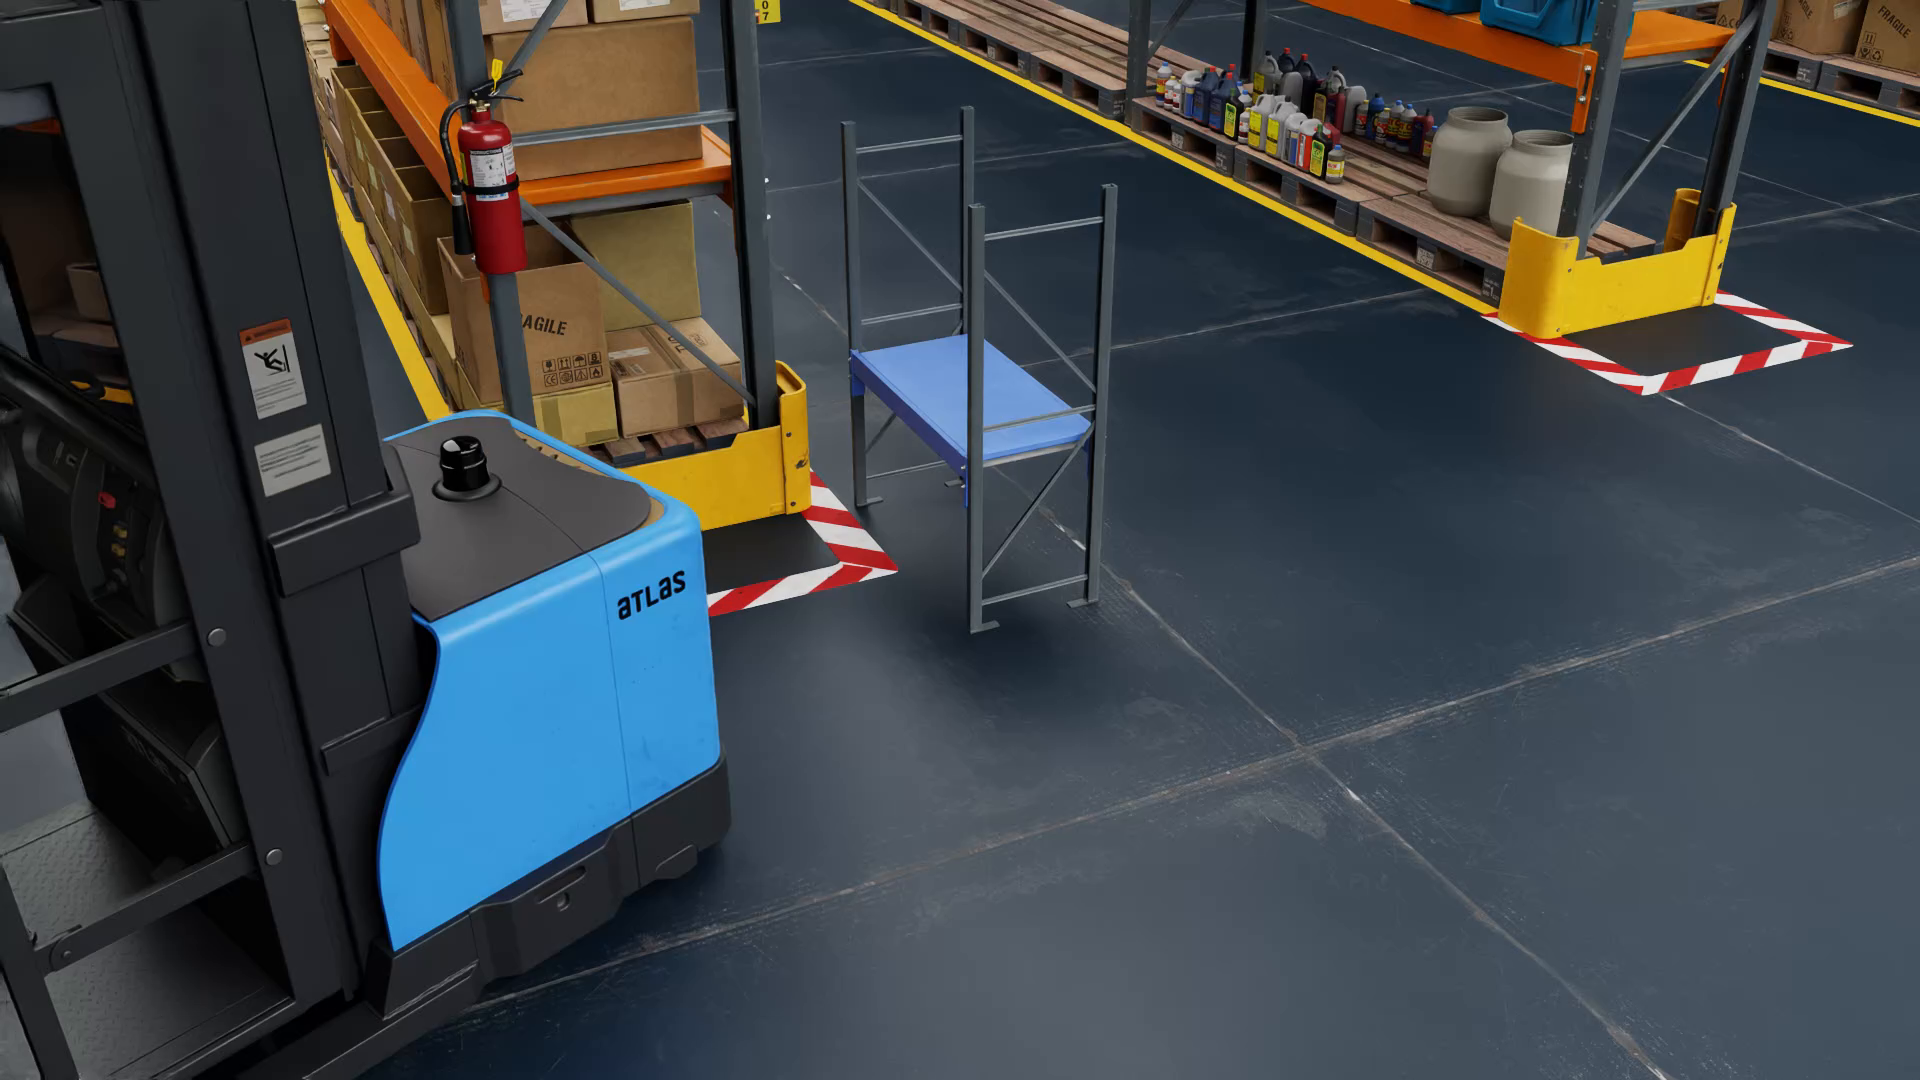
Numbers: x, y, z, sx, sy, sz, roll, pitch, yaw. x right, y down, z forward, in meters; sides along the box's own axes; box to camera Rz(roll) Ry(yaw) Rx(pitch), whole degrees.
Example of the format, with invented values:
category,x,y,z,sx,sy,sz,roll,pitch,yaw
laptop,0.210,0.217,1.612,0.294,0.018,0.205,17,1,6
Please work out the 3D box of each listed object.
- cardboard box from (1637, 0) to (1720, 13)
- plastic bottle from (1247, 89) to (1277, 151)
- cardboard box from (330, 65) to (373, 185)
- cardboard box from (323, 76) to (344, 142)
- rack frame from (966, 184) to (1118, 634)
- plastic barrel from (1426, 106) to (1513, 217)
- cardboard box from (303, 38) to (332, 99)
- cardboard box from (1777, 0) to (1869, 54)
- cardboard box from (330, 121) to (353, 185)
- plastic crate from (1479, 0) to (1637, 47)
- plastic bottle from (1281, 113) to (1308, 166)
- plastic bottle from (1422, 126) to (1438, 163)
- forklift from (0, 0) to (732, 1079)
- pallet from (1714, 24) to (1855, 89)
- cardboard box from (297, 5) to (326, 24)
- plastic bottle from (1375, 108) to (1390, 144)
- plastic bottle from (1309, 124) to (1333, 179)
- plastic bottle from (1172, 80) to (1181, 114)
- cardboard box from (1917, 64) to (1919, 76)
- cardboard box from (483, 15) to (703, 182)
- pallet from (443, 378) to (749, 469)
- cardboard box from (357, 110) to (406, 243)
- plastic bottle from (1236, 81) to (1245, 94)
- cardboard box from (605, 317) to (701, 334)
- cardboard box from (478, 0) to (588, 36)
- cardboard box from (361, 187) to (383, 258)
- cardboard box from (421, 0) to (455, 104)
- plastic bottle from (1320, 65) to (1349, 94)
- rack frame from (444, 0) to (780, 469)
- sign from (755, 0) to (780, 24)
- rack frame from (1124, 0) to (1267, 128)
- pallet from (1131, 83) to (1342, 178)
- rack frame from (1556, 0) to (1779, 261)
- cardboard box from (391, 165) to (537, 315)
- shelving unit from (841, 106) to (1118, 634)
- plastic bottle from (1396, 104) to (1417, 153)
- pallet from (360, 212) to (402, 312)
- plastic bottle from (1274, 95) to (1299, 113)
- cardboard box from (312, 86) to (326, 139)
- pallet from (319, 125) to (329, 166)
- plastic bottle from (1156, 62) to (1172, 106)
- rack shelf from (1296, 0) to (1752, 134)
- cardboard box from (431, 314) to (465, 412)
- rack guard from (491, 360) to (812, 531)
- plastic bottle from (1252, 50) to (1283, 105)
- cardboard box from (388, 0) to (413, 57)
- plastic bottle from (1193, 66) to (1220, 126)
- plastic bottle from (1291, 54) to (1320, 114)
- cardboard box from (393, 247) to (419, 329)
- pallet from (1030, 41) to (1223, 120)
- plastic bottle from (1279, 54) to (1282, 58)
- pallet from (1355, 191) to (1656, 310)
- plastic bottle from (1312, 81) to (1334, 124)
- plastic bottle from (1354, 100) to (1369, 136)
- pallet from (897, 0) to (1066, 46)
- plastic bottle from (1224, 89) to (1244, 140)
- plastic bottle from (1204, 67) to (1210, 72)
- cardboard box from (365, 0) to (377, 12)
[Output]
category,x,y,z,sx,sy,sz,roll,pitch,yaw
cardboard box,5.817,-4.619,13.527,0.700,0.500,0.500,-16,33,-26
plastic bottle,1.823,-2.524,9.942,0.144,0.351,0.185,-13,32,-22
cardboard box,-2.971,-2.204,8.729,0.500,0.500,0.500,-13,32,-22
cardboard box,-3.320,-2.511,9.469,0.500,0.311,0.500,-13,32,-22
rack frame,0.255,-0.392,5.416,0.500,1.500,0.032,-13,32,-22
plastic barrel,2.739,-2.029,8.916,0.421,0.512,0.421,0,29,0
cardboard box,-3.761,-2.960,10.271,0.500,0.311,0.500,-13,32,-22
cardboard box,6.450,-3.898,12.262,0.500,0.500,0.500,-3,29,-6
cardboard box,-3.327,-2.270,9.613,0.500,0.250,0.500,-13,32,-22
plastic crate,2.820,-2.529,7.844,0.499,0.251,0.616,-13,32,-22
plastic bottle,1.978,-2.337,9.685,0.152,0.276,0.135,-14,32,-23
plastic bottle,2.764,-2.319,9.729,0.097,0.201,0.097,0,29,0
forklift,-2.008,-0.047,3.337,1.130,2.935,3.031,24,37,36
pallet,6.382,-3.737,12.698,1.003,0.211,1.213,-13,32,-22
cardboard box,-4.195,-3.410,11.073,0.500,0.311,0.500,-14,32,-23
plastic bottle,2.576,-2.512,10.074,0.097,0.201,0.097,0,29,0
plastic bottle,2.054,-2.209,9.450,0.061,0.283,0.133,-12,32,-21
plastic bottle,1.416,-2.851,10.678,0.097,0.201,0.097,0,29,0
cardboard box,6.986,-3.385,11.346,0.500,0.500,0.500,-10,31,-17
cardboard box,-1.359,-1.649,6.022,0.700,0.500,0.500,-13,32,-22
pallet,-1.536,-0.510,6.943,1.003,0.211,1.213,-13,32,-22
cardboard box,-2.541,-1.762,7.941,0.500,0.500,0.500,-13,32,-22
plastic bottle,1.731,-2.722,10.376,0.097,0.271,0.097,0,29,0
cardboard box,-1.417,-0.884,7.142,0.500,0.250,0.500,-13,32,-22
cardboard box,-1.506,-1.852,5.721,0.380,0.149,0.250,-14,32,-23
cardboard box,-2.752,-1.657,8.520,0.500,0.250,0.500,-13,32,-22
cardboard box,-1.797,-2.101,6.827,0.700,0.500,0.500,-13,32,-22
plastic bottle,2.346,-2.787,10.412,0.144,0.351,0.185,-13,32,-22
rack frame,-1.170,-1.397,5.674,1.000,3.000,0.127,-13,32,-22
sign,-0.666,-1.923,5.646,0.100,0.325,0.005,-13,32,-22
rack frame,1.588,-4.202,10.677,1.000,3.000,0.127,-13,32,-22
pallet,1.839,-2.680,10.814,1.003,0.211,1.213,-13,32,-22
rack frame,3.305,-2.435,7.526,1.000,3.000,0.127,-13,32,-22
cardboard box,-2.111,-1.321,7.154,0.500,0.500,0.500,-13,32,-22
shelving unit,0.037,-0.616,5.816,0.538,1.500,1.048,-13,32,-22
plastic bottle,2.661,-2.455,9.900,0.097,0.271,0.097,0,29,0
pallet,-2.584,-1.587,8.865,1.003,0.211,1.213,-13,32,-22
plastic bottle,1.946,-2.533,10.036,0.152,0.276,0.135,-13,32,-22
cardboard box,-3.763,-2.720,10.415,0.500,0.250,0.500,-12,32,-21
pallet,-3.766,-2.804,11.035,1.003,0.211,1.213,-13,32,-22
plastic bottle,1.329,-2.971,10.821,0.097,0.271,0.097,0,29,0
rack shelf,2.447,-3.005,9.277,1.077,0.370,4.000,-13,32,-22
cardboard box,-1.893,-0.774,6.945,0.500,0.250,0.500,-13,32,-22
rack guard,-1.160,-0.296,6.266,1.175,0.500,0.348,-13,32,-22
plastic bottle,1.995,-2.984,10.764,0.144,0.351,0.185,-13,32,-22
cardboard box,-2.247,-2.559,7.644,0.700,0.500,0.500,-13,32,-21
plastic bottle,1.560,-2.795,10.426,0.144,0.351,0.185,-12,32,-21
plastic bottle,2.207,-2.930,10.667,0.144,0.351,0.185,-15,32,-24
cardboard box,-2.322,-1.216,7.733,0.500,0.250,0.500,-13,32,-22
pallet,1.216,-3.325,11.963,1.003,0.211,1.213,-13,32,-22
plastic bottle,2.093,-3.066,10.978,0.061,0.283,0.133,-11,31,-20
pallet,2.886,-1.603,8.892,1.003,0.211,1.213,-13,32,-22
plastic bottle,2.264,-2.725,10.370,0.061,0.283,0.133,-13,32,-22
plastic bottle,2.488,-2.603,10.236,0.097,0.201,0.097,0,29,0
pallet,0.168,-4.402,13.885,1.003,0.211,1.213,-13,32,-22
plastic bottle,1.674,-2.600,10.148,0.061,0.283,0.133,-12,31,-20
plastic bottle,1.588,-2.862,10.614,0.061,0.283,0.133,-13,32,-22
cardboard box,-2.691,-3.013,8.453,0.700,0.500,0.500,-14,32,-23
